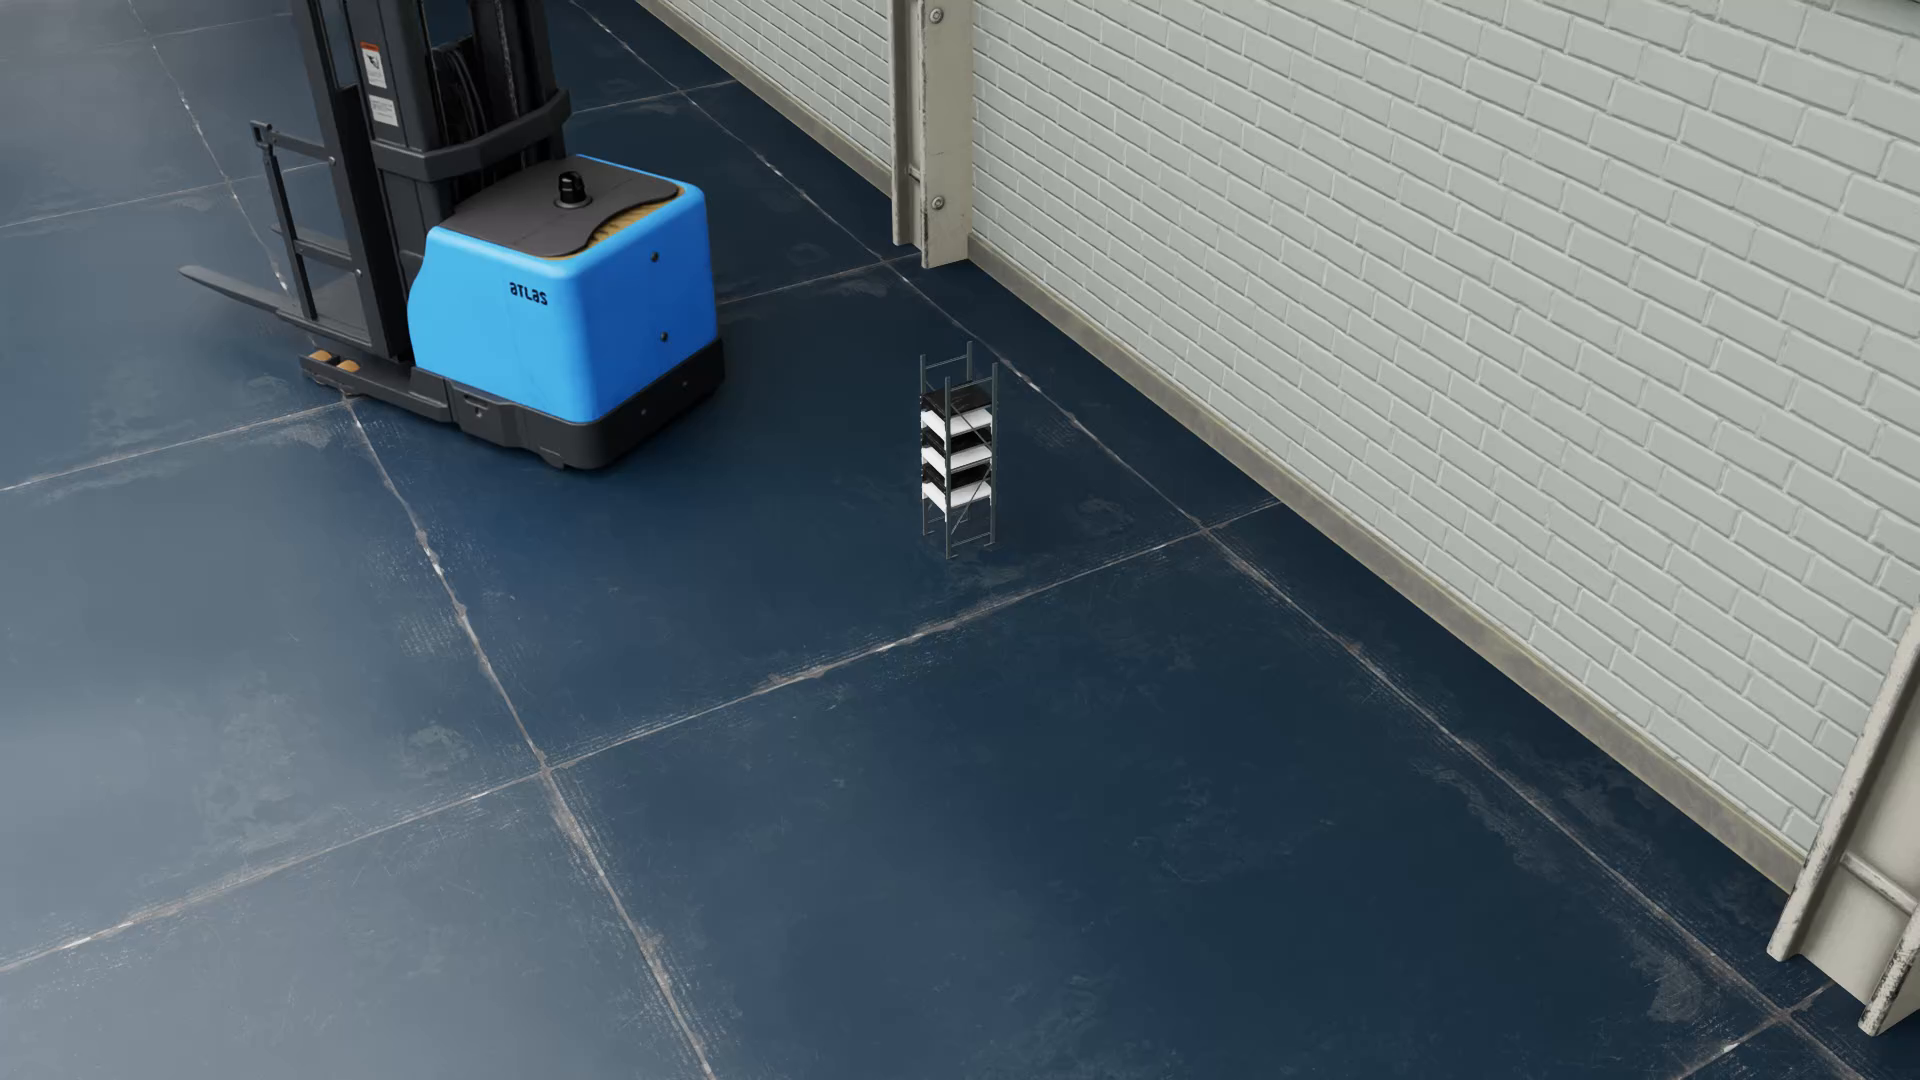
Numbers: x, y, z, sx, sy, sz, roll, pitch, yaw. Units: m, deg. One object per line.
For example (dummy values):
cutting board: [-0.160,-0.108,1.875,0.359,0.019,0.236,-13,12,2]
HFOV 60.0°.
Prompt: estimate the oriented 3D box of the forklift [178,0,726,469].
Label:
forklift: [-2.689,-2.148,7.706,3.031,2.935,1.130,20,40,25]

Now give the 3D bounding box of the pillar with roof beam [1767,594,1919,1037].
pillar with roof beam: [-0.866,-0.965,0.942,9.100,9.000,0.400,-19,40,-24]

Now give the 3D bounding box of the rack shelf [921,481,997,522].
rack shelf: [-0.004,-0.195,7.116,0.258,0.077,0.200,-19,40,-24]

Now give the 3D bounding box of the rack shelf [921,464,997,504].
rack shelf: [-0.004,-0.268,7.063,0.258,0.077,0.200,-19,40,-24]

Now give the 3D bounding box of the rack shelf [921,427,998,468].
rack shelf: [-0.004,-0.413,6.957,0.258,0.077,0.200,-19,40,-24]

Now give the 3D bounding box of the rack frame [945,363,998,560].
rack frame: [0.047,-0.316,6.919,0.240,0.900,0.006,-19,40,-24]

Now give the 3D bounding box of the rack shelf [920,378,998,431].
rack shelf: [-0.004,-0.559,6.851,0.258,0.077,0.200,-19,40,-24]

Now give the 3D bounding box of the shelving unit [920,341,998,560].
shelving unit: [-0.004,-0.368,6.990,0.258,0.900,0.210,-19,40,-24]

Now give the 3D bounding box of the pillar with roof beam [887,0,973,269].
pillar with roof beam: [-3.880,-4.025,5.132,9.100,9.000,0.400,-19,40,-24]

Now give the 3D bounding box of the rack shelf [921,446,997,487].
rack shelf: [-0.004,-0.341,7.010,0.258,0.077,0.200,-19,40,-24]

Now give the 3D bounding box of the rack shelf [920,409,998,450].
rack shelf: [-0.004,-0.486,6.904,0.258,0.077,0.200,-19,40,-24]

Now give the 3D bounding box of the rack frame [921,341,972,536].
rack frame: [-0.055,-0.419,7.061,0.240,0.900,0.006,-19,40,-24]
